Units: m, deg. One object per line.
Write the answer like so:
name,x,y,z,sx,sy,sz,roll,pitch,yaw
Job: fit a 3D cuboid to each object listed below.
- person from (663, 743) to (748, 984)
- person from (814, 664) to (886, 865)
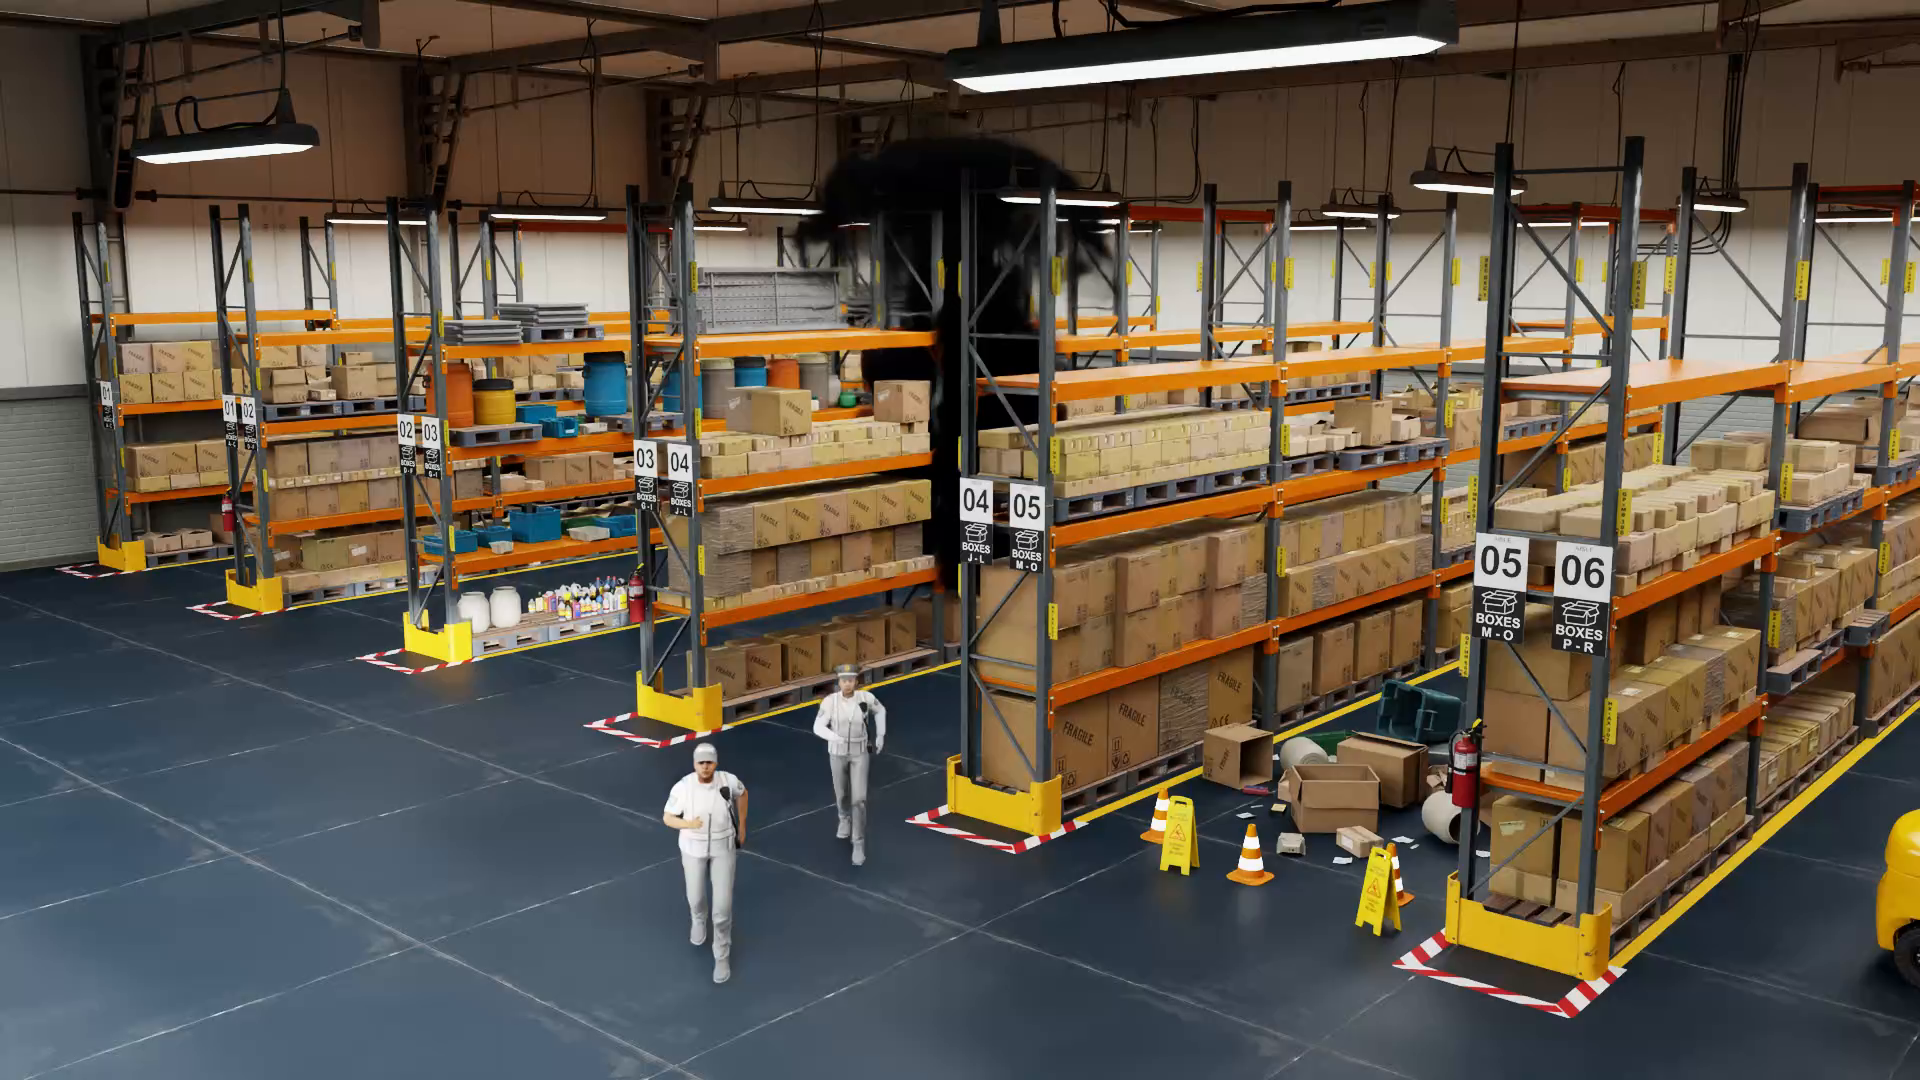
person,-1.871,2.311,12.310,0.624,1.695,0.874,-2,10,-9
person,-0.968,1.917,14.664,0.623,1.752,0.775,0,9,-1
